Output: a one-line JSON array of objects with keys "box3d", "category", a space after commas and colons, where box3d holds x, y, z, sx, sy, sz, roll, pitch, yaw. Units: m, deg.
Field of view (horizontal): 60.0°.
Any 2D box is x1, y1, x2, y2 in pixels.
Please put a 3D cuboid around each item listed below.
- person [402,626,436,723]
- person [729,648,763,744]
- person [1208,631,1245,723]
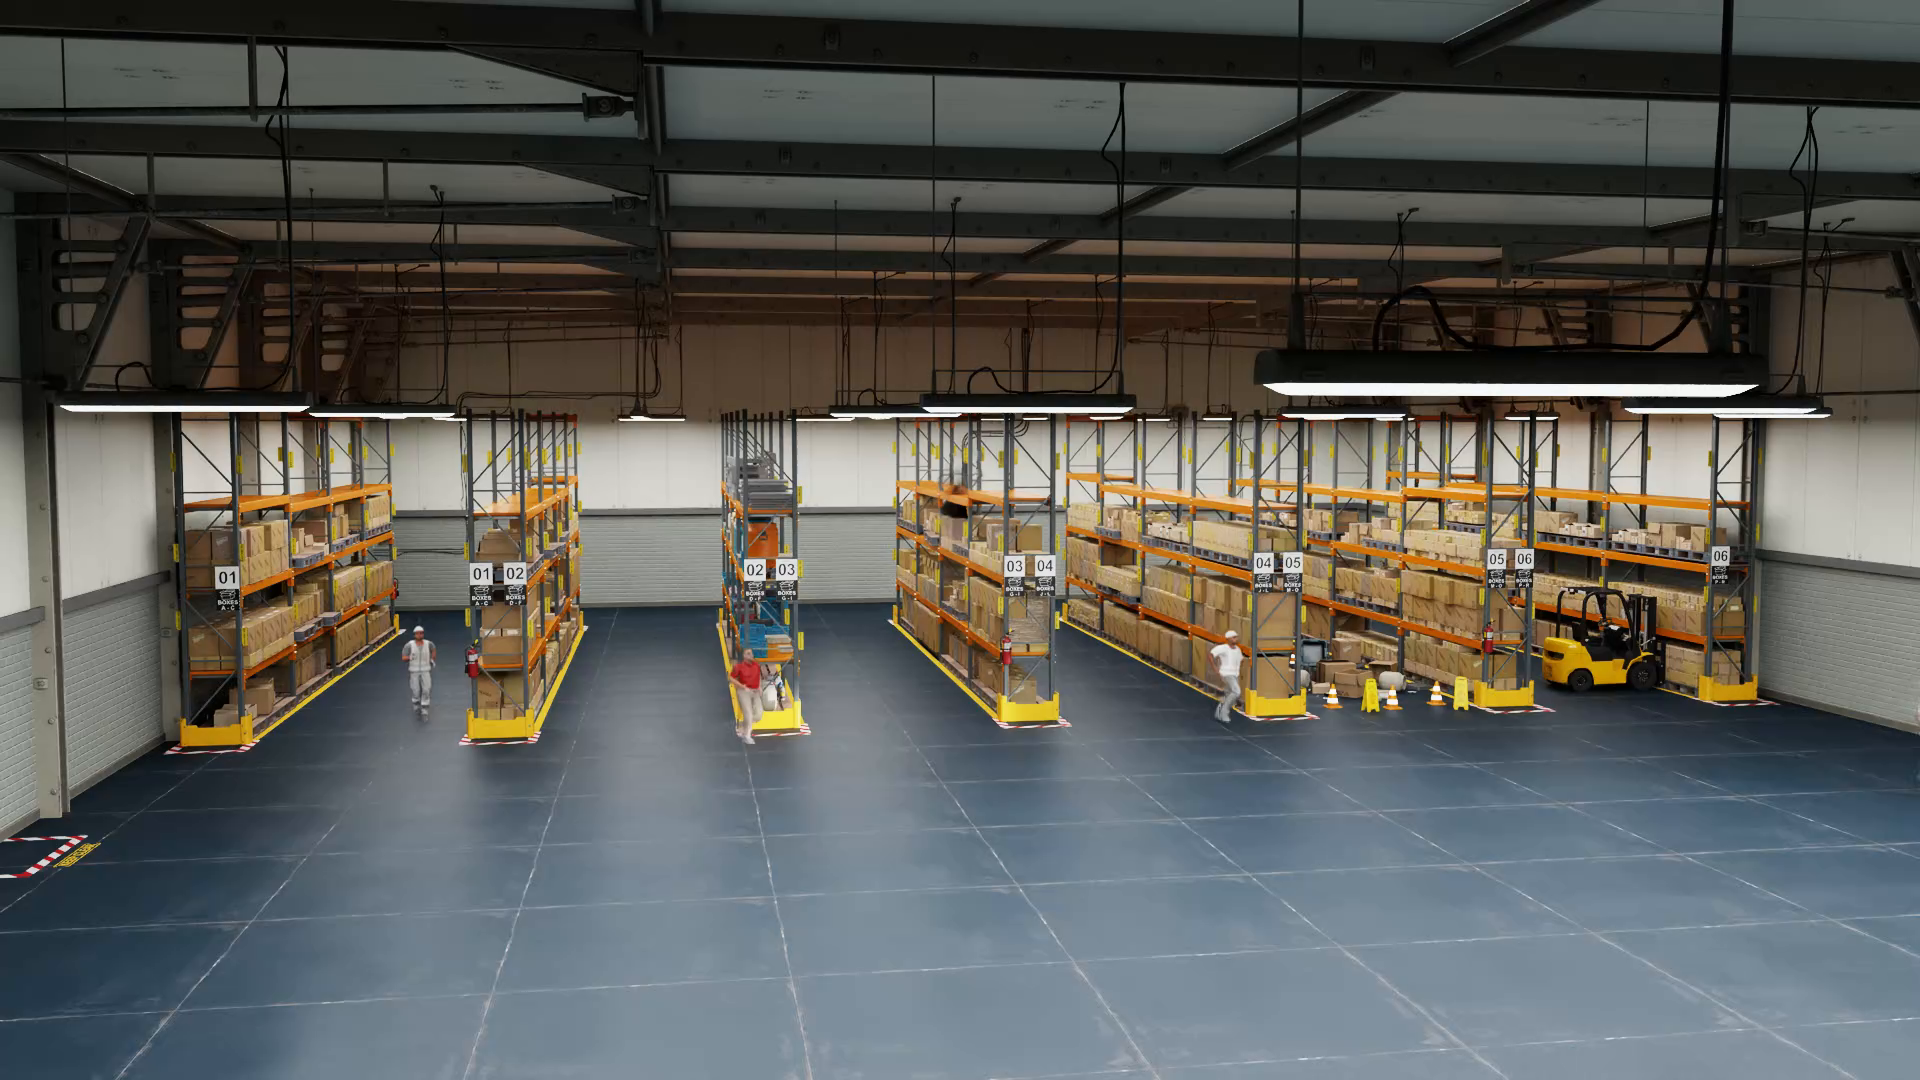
[{"box3d": [-10.409, 2.558, 32.033, 0.645, 1.800, 0.899, -2, 4, -22], "category": "person"}, {"box3d": [-3.818, 2.802, 29.949, 0.701, 1.701, 0.631, -3, 5, -41], "category": "person"}, {"box3d": [5.211, 2.628, 32.049, 0.632, 1.761, 0.721, 3, 5, 40], "category": "person"}]
